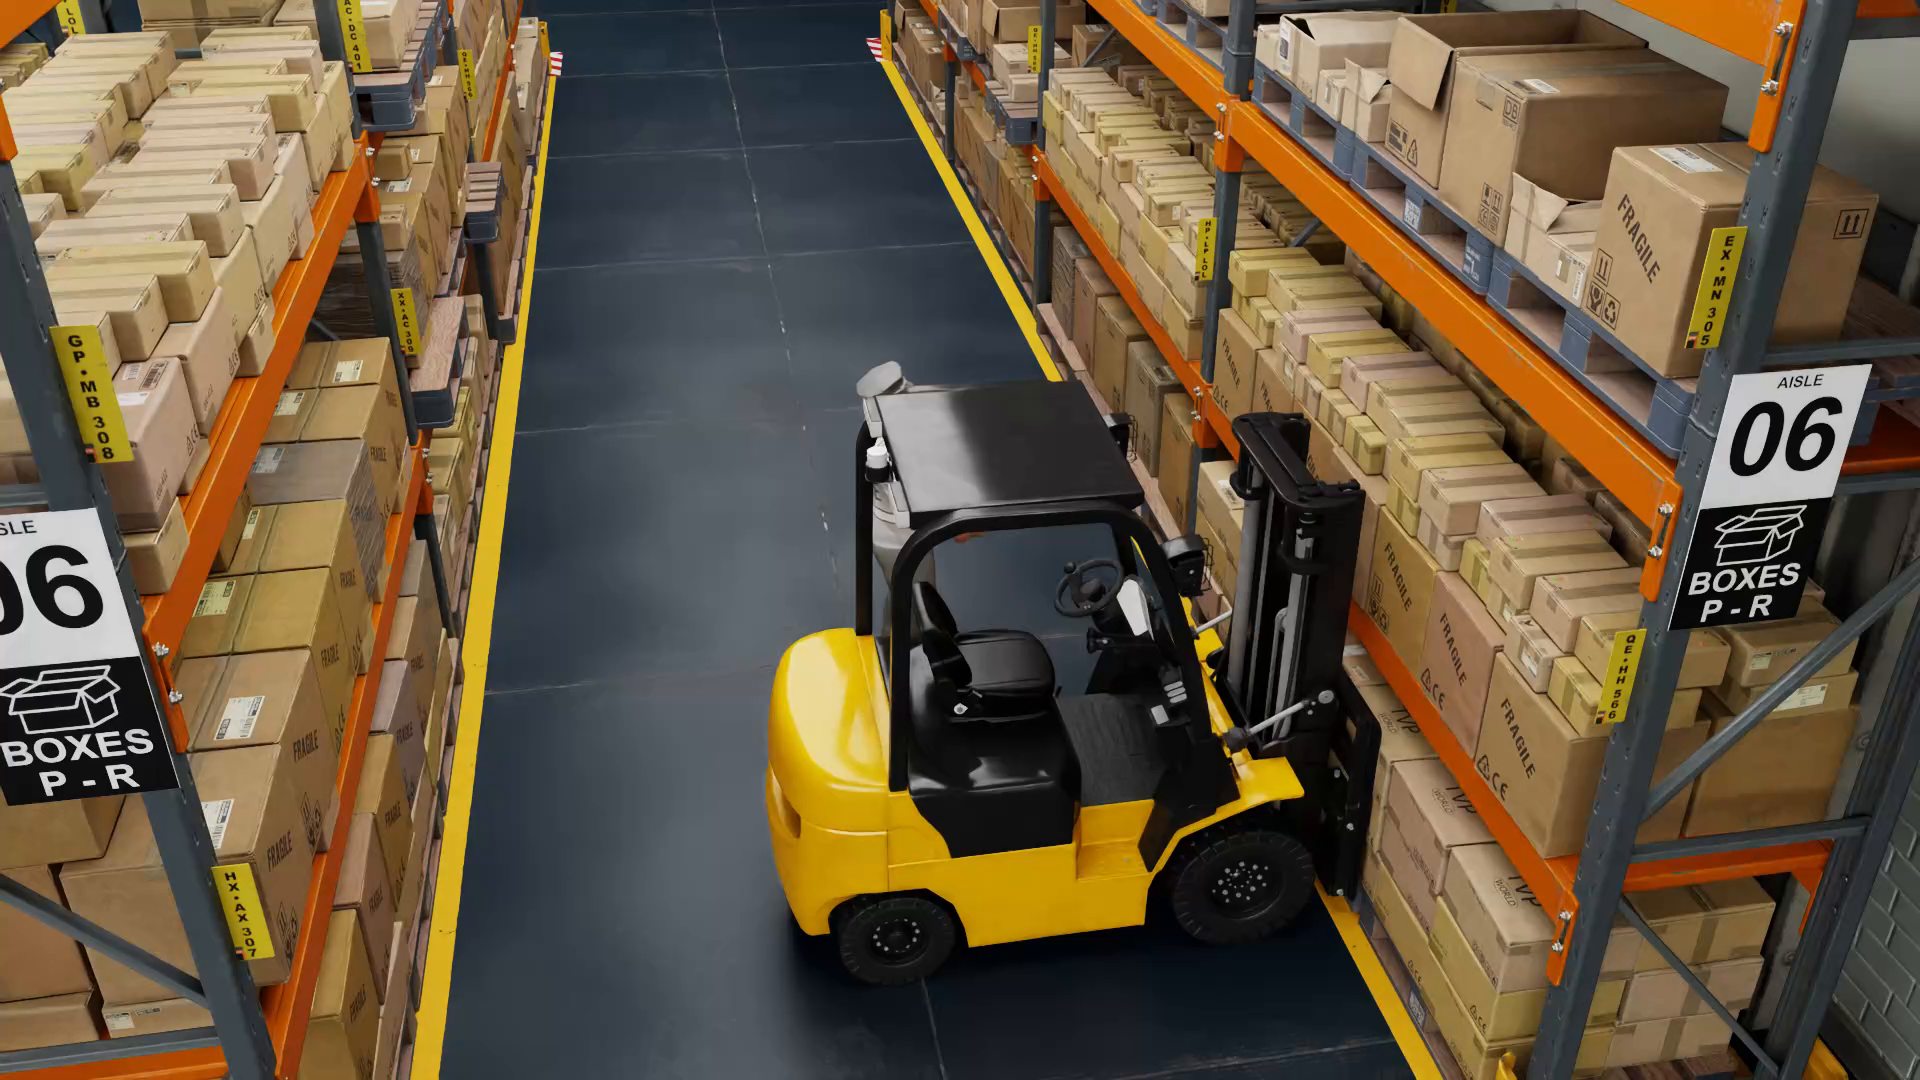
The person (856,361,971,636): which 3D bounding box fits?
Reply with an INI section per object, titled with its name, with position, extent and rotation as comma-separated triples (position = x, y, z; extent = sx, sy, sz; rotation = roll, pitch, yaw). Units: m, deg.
[person]
position = -0.201, -0.060, 8.219
extent = 0.573, 1.762, 0.493
rotation = -5, 31, -9
